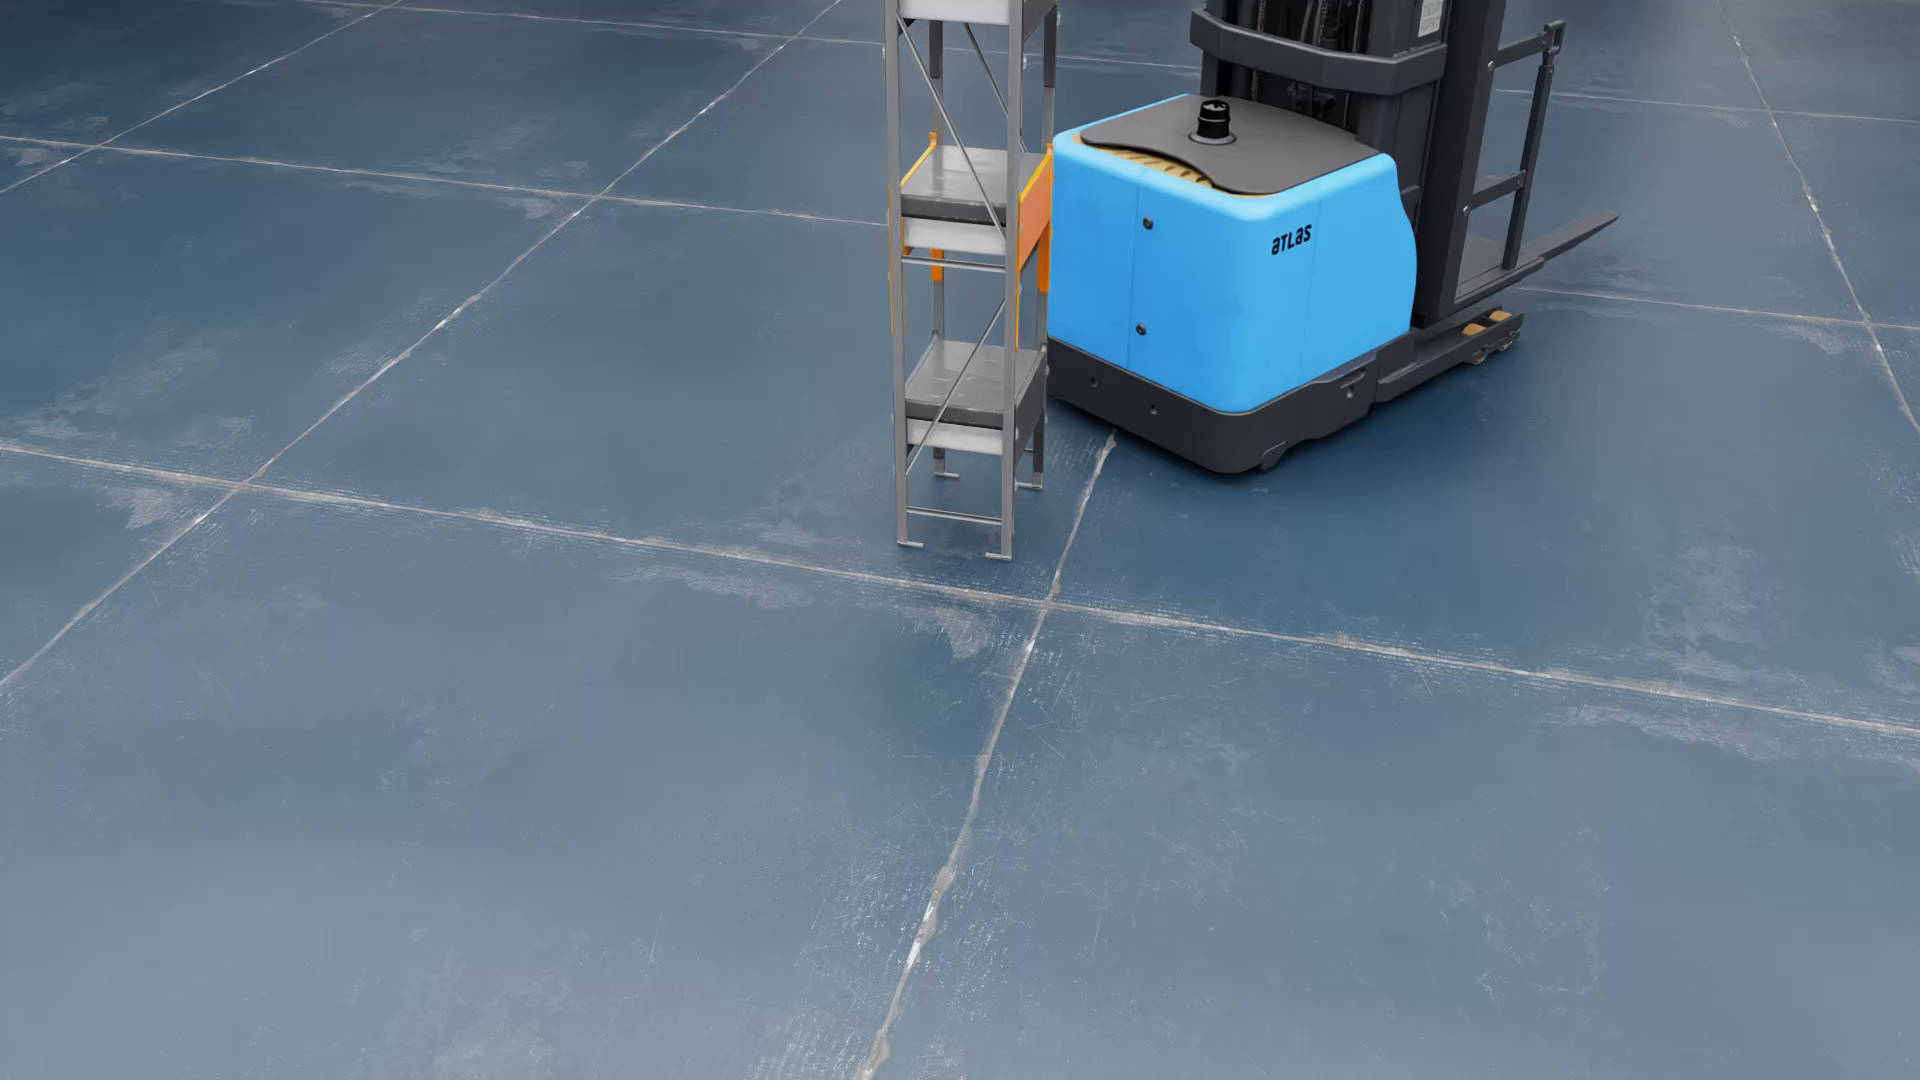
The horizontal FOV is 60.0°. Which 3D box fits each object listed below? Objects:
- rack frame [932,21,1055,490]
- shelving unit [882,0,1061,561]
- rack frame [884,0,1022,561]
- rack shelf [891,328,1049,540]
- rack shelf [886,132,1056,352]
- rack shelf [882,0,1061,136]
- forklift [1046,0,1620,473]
[{"bbox_3d":[0.104,-1.099,5.521,0.400,2.100,0.015,8,33,12],"label":"rack frame"},{"bbox_3d":[0.042,-0.972,5.322,0.431,2.100,0.503,8,33,12],"label":"shelving unit"},{"bbox_3d":[-0.020,-0.845,5.123,0.400,2.100,0.015,8,33,12],"label":"rack frame"},{"bbox_3d":[0.042,-0.370,5.705,0.431,0.518,0.480,8,33,12],"label":"rack shelf"},{"bbox_3d":[0.042,-0.960,5.329,0.431,0.518,0.480,8,33,12],"label":"rack shelf"},{"bbox_3d":[0.042,-1.551,4.954,0.431,0.518,0.480,8,33,12],"label":"rack shelf"},{"bbox_3d":[1.726,-2.149,6.398,3.031,2.935,1.130,-26,41,-35],"label":"forklift"}]
